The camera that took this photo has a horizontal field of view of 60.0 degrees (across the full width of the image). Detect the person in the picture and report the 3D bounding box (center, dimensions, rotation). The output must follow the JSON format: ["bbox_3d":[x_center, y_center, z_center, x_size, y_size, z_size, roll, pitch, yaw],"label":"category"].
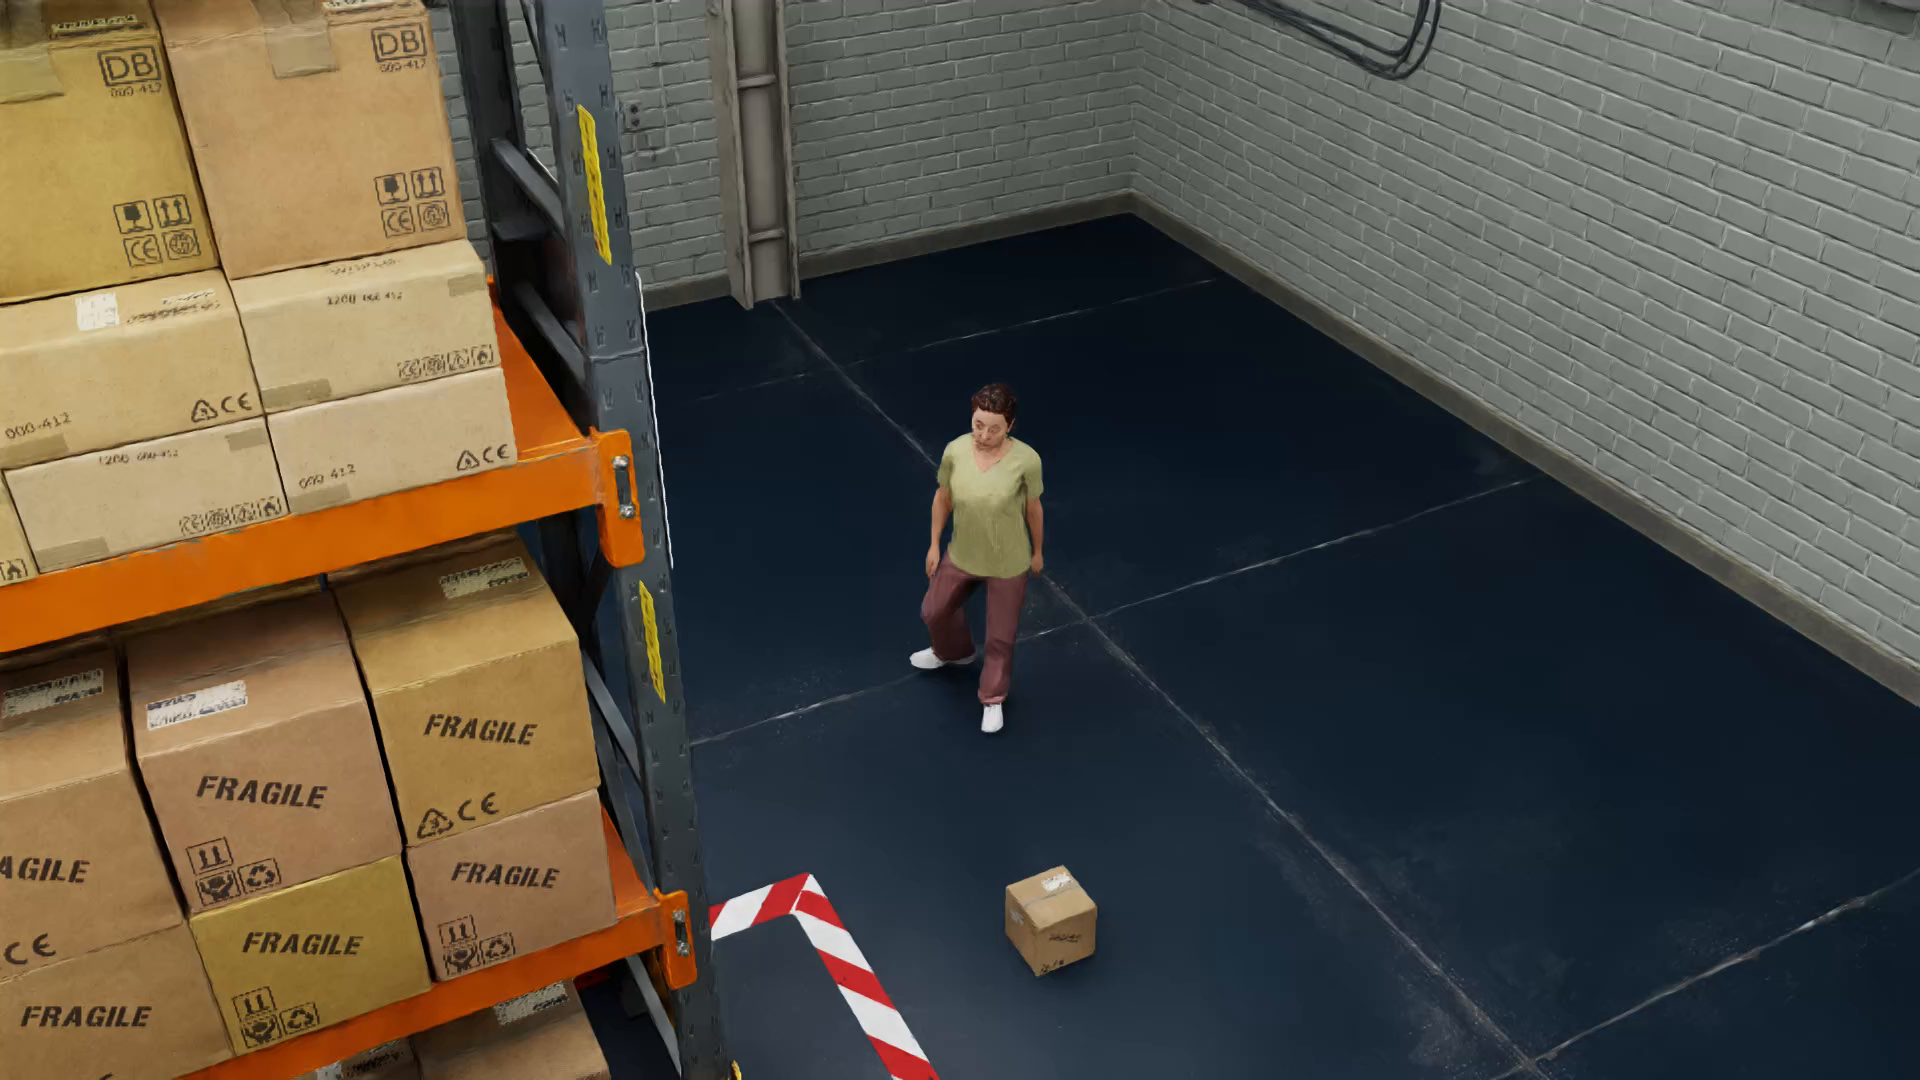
[{"bbox_3d":[0.034,0.025,7.096,0.652,1.663,0.450,13,35,19],"label":"person"}]
